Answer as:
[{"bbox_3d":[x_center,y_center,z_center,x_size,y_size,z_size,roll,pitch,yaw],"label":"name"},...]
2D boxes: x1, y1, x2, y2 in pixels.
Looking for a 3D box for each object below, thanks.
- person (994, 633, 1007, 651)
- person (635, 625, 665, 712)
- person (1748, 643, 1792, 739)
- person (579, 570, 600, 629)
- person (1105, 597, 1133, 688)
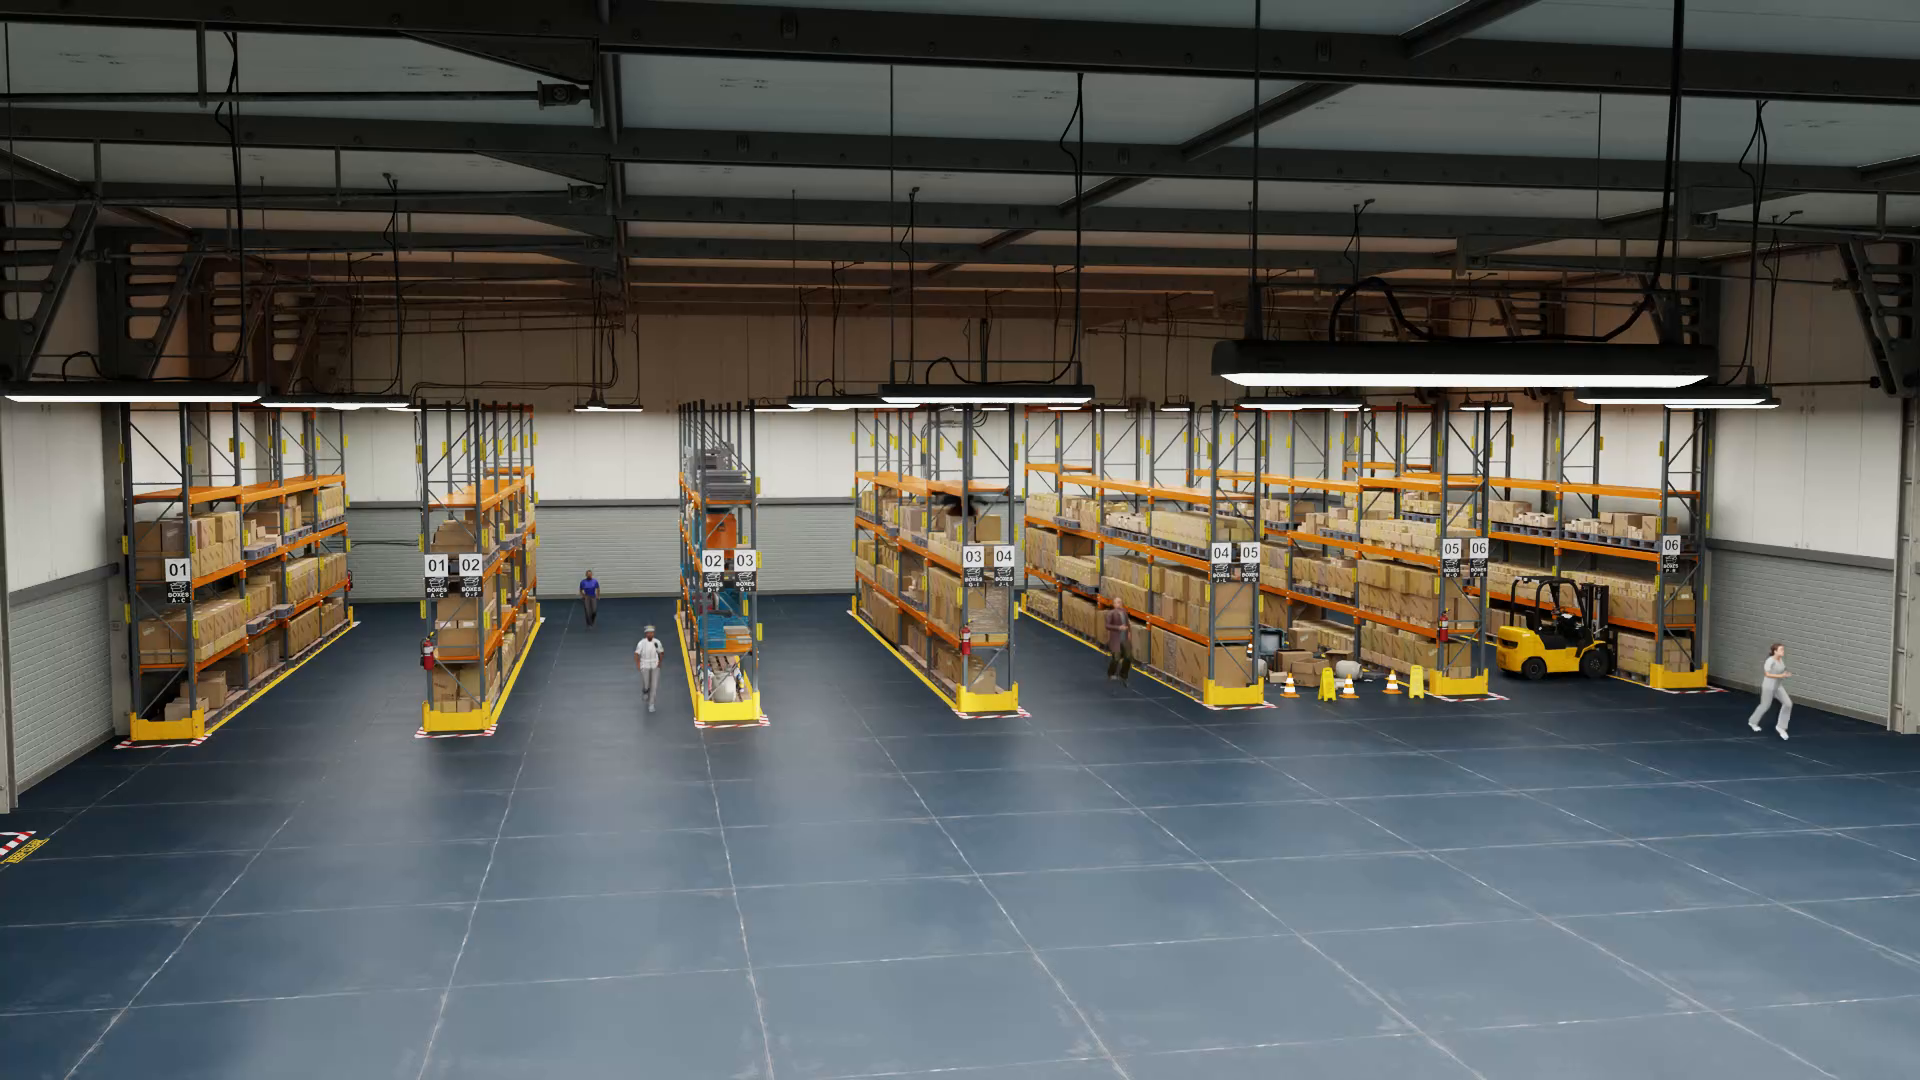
[{"bbox_3d":[0.911,1.813,40.333,0.705,1.727,0.661,-1,5,-18],"label":"person"},{"bbox_3d":[-6.022,2.471,32.315,0.582,1.665,0.578,-1,5,-17],"label":"person"},{"bbox_3d":[14.434,2.661,29.629,0.586,1.703,0.839,-2,5,-29],"label":"person"},{"bbox_3d":[-9.842,1.591,44.234,0.540,1.602,0.592,-1,5,-19],"label":"person"},{"bbox_3d":[3.253,2.098,33.968,0.720,1.869,0.738,-2,5,-28],"label":"person"}]
